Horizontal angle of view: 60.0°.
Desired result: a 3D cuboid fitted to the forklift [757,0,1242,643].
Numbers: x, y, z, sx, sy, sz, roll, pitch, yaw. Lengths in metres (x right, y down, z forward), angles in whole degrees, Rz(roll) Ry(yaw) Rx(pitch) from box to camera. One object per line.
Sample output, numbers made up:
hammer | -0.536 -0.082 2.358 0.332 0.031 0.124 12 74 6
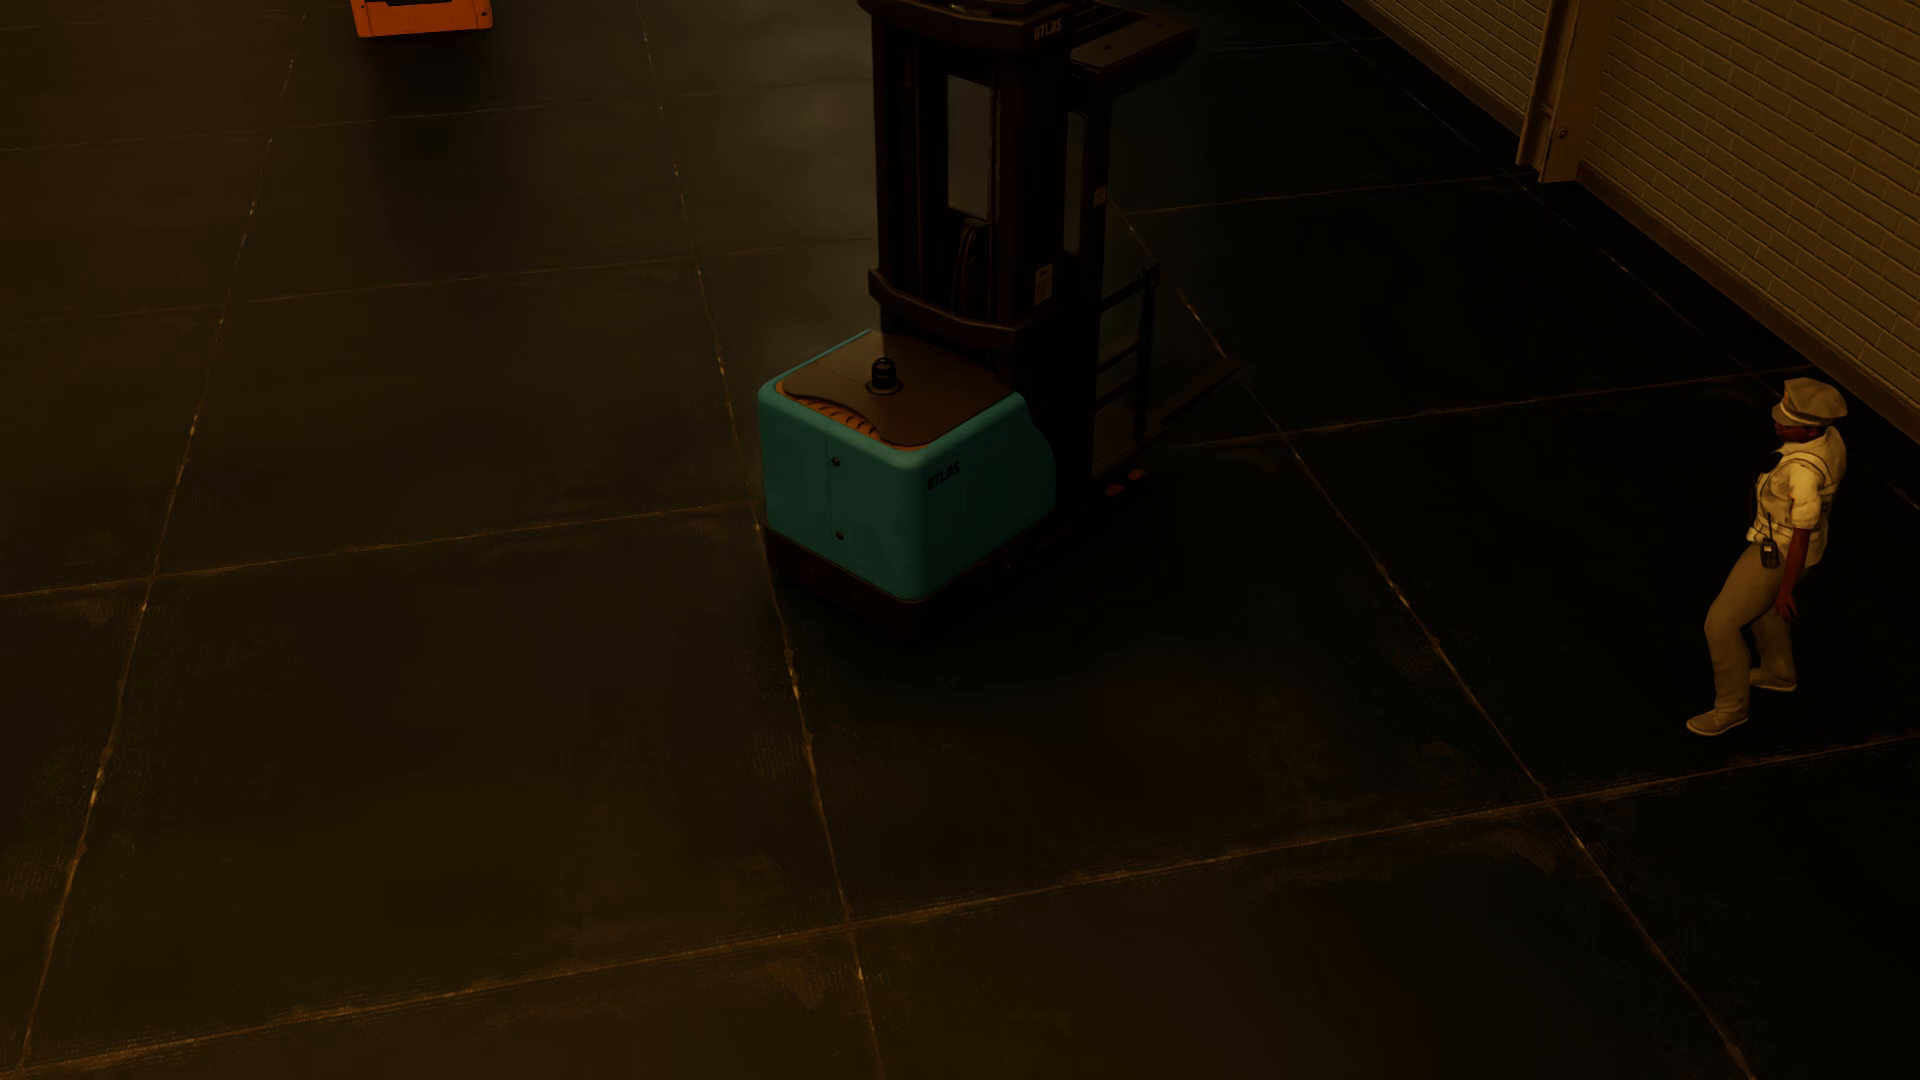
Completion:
forklift | 0.383 -1.493 8.125 1.130 2.935 3.031 27 44 32

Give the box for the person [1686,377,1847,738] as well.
person | 3.539 0.060 7.133 0.437 1.637 0.812 23 42 29
